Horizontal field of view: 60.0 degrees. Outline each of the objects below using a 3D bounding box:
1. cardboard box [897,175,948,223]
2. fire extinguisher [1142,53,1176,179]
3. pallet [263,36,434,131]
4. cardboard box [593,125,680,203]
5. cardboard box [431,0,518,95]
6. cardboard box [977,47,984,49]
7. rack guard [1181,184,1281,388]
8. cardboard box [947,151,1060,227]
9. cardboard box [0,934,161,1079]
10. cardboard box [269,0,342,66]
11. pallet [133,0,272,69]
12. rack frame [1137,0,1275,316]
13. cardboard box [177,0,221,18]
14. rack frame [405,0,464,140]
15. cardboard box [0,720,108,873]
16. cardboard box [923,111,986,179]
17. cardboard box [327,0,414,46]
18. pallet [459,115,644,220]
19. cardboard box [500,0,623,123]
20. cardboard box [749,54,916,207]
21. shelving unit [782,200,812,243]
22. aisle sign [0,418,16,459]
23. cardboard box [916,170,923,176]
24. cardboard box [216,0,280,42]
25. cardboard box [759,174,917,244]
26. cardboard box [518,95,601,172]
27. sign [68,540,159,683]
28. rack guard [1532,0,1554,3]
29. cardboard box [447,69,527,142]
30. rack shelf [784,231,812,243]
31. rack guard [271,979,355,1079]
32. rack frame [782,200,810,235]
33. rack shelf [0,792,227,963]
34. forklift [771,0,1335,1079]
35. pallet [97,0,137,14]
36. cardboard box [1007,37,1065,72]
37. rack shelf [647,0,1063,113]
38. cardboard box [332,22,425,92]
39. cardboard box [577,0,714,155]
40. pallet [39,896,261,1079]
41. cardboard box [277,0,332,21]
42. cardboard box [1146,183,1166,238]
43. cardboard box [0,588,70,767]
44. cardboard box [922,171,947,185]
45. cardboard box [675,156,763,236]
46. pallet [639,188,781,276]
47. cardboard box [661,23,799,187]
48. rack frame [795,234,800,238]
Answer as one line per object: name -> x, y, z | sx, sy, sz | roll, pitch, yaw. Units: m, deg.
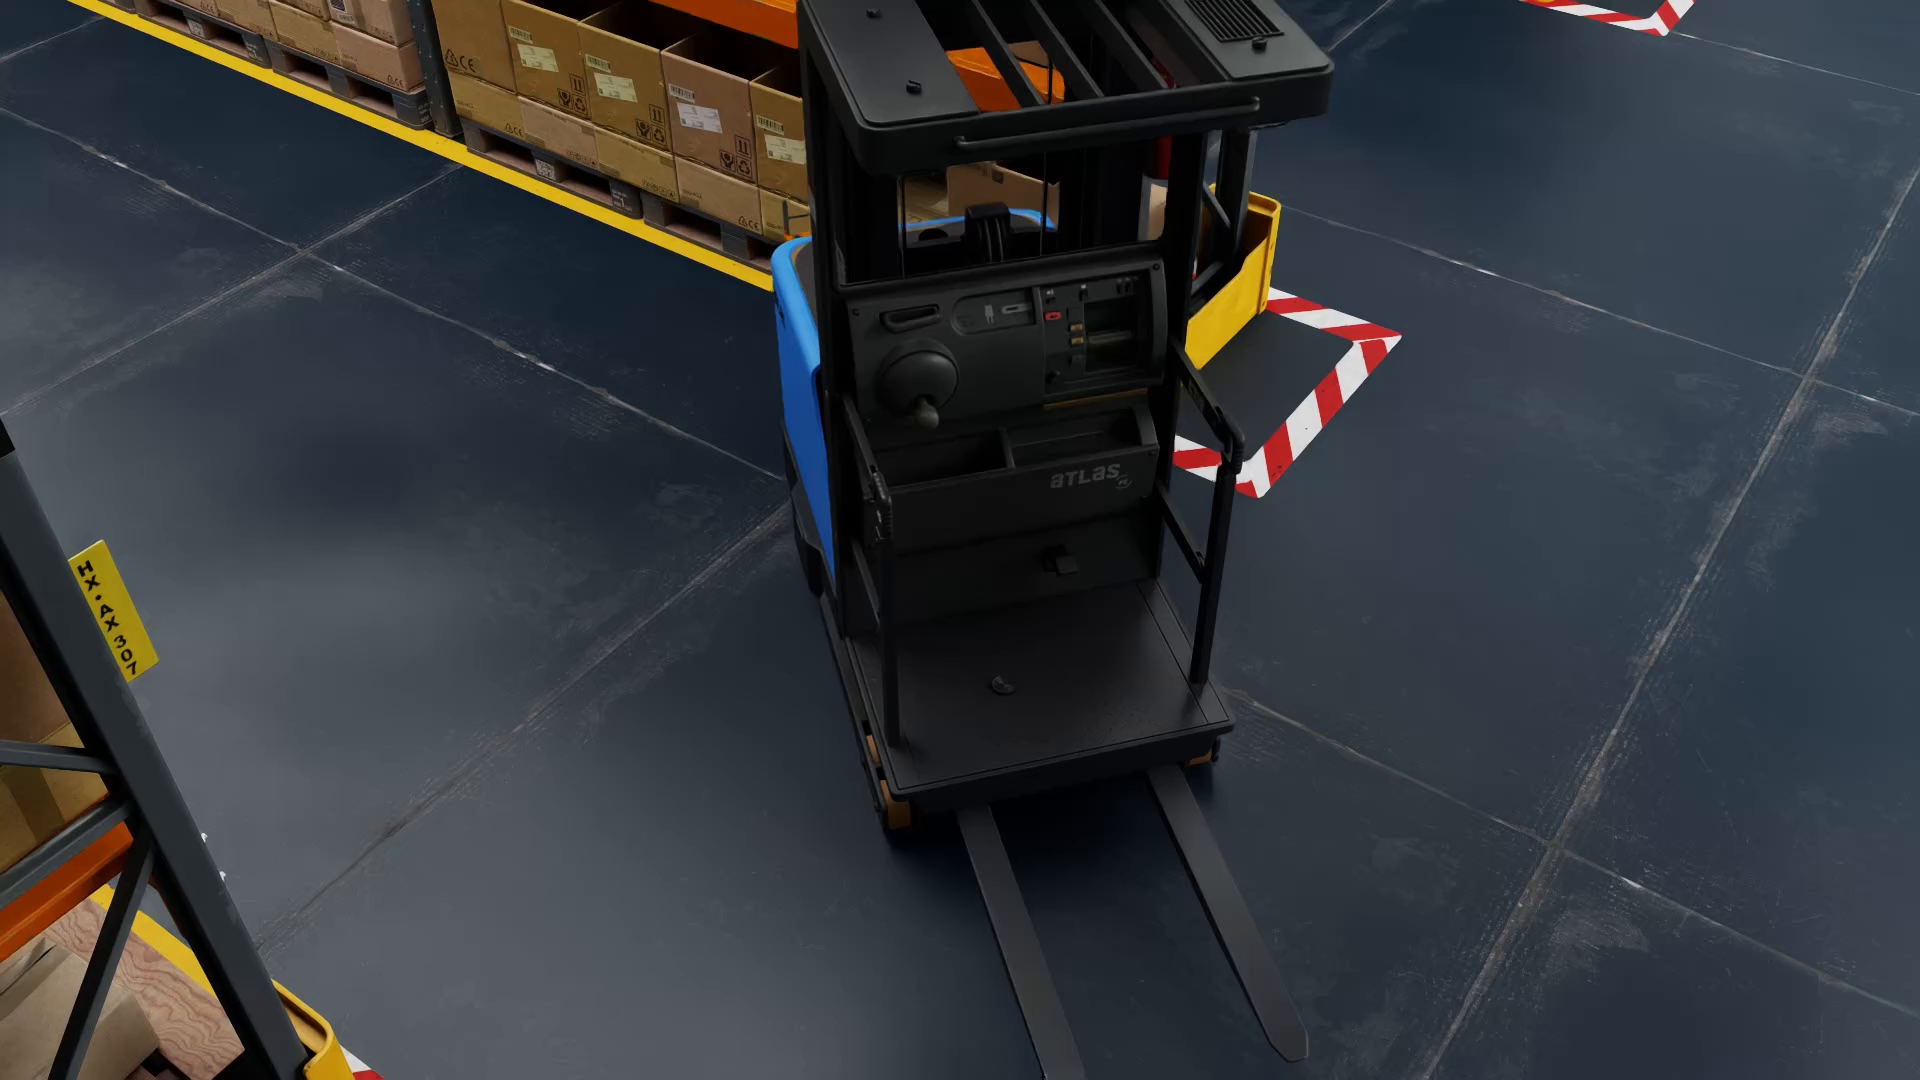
cardboard box -> -0.126, -1.300, 7.201 | 0.500, 0.250, 0.500 | 25, 48, 25
fire extinguisher -> 0.729, -1.612, 5.860 | 0.183, 0.674, 0.296 | 25, 48, 25
pallet -> -3.001, -2.693, 9.101 | 1.213, 0.211, 1.003 | 25, 48, 25
cardboard box -> -1.357, -1.871, 7.839 | 0.500, 0.250, 0.500 | 25, 48, 25
cardboard box -> -2.176, -2.534, 8.017 | 0.500, 0.500, 0.500 | 25, 48, 25
cardboard box -> 0.092, -2.361, 6.564 | 0.500, 0.500, 0.700 | 26, 48, 26
rack guard -> 0.919, -0.999, 6.991 | 0.348, 0.500, 1.175 | 25, 48, 25
cardboard box -> 0.289, -1.394, 6.743 | 0.500, 0.500, 0.500 | 25, 48, 25
cardboard box -> -2.457, 1.290, 4.245 | 0.500, 0.311, 0.500 | 20, 46, 21
cardboard box -> -3.295, -2.798, 8.875 | 0.500, 0.250, 0.500 | 24, 47, 25
pallet -> -4.004, -3.159, 9.623 | 1.213, 0.211, 1.003 | 25, 48, 25
rack frame -> 0.899, -1.940, 6.168 | 0.127, 3.000, 1.000 | 25, 48, 25
cardboard box -> -4.130, -3.189, 9.312 | 0.500, 0.250, 0.500 | 26, 48, 26
rack frame -> -2.376, -3.471, 7.880 | 0.127, 3.000, 1.000 | 25, 48, 25
cardboard box -> -2.159, 0.455, 3.590 | 0.500, 0.250, 0.500 | 24, 47, 24
cardboard box -> 0.177, -1.868, 7.273 | 0.500, 0.500, 0.500 | 25, 48, 25
cardboard box -> -2.872, -2.810, 8.468 | 0.500, 0.311, 0.500 | 25, 48, 25
pallet -> -1.749, -2.105, 8.444 | 1.213, 0.211, 1.003 | 25, 48, 25
cardboard box -> -1.762, -2.347, 7.808 | 0.500, 0.500, 0.500 | 25, 48, 25
cardboard box -> -0.538, -1.769, 7.162 | 0.500, 0.500, 0.500 | 25, 48, 25
shelving unit -> -0.519, -0.781, 6.336 | 0.215, 1.050, 0.252 | -10, 43, -11
aisle sign -> -1.711, -0.339, 2.430 | 0.004, 0.787, 0.394 | 25, 48, 25
cardboard box -> -0.233, -1.779, 7.736 | 0.500, 0.250, 0.500 | 25, 48, 25
cardboard box -> -3.714, -2.994, 9.093 | 0.500, 0.250, 0.500 | 26, 48, 26
cardboard box -> -0.536, -1.491, 7.414 | 0.500, 0.250, 0.500 | 25, 48, 25
cardboard box -> -1.764, -2.066, 8.056 | 0.500, 0.250, 0.500 | 25, 48, 25
sign -> -1.631, 0.147, 3.187 | 0.005, 0.325, 0.100 | 25, 48, 25
rack guard -> 3.657, -3.714, 10.026 | 0.348, 0.500, 1.175 | 25, 48, 25
cardboard box -> -2.170, -2.260, 8.273 | 0.500, 0.250, 0.500 | 25, 48, 25
rack shelf -> -0.519, -0.985, 6.154 | 0.215, 0.259, 0.240 | -10, 43, -11
rack guard -> -2.004, 1.669, 4.010 | 0.348, 0.500, 1.175 | 25, 48, 25
rack frame -> -0.551, -0.860, 6.424 | 0.200, 1.050, 0.008 | -10, 43, -11
rack shelf -> -3.580, 0.269, 4.240 | 4.000, 0.370, 1.077 | 25, 48, 25
forklift -> 0.202, -0.477, 4.585 | 1.130, 2.935, 3.031 | -10, 43, -11
pallet -> -4.999, -3.627, 10.145 | 1.213, 0.211, 1.003 | 25, 48, 25
cardboard box -> 0.524, -2.163, 6.342 | 0.500, 0.500, 0.700 | 25, 48, 25
rack shelf -> -0.738, -2.437, 7.264 | 4.000, 0.370, 1.077 | 25, 48, 25
cardboard box -> -2.882, -2.603, 8.657 | 0.500, 0.250, 0.500 | 25, 47, 25
cardboard box -> -1.357, -2.151, 7.589 | 0.500, 0.500, 0.500 | 25, 48, 25
pallet -> -2.649, 1.446, 4.476 | 1.213, 0.211, 1.003 | 25, 48, 25
cardboard box -> -3.302, -3.006, 8.687 | 0.500, 0.311, 0.500 | 26, 48, 26
cardboard box -> 0.588, -1.398, 7.310 | 0.500, 0.250, 0.500 | 25, 48, 25
cardboard box -> -2.160, 0.188, 3.325 | 0.500, 0.500, 0.500 | 25, 48, 25
cardboard box -> 0.176, -1.588, 7.522 | 0.500, 0.250, 0.500 | 25, 48, 25
cardboard box -> -0.945, -1.683, 7.629 | 0.500, 0.250, 0.500 | 25, 48, 25
pallet -> -0.746, -1.638, 7.922 | 1.213, 0.211, 1.003 | 25, 48, 25
cardboard box -> -0.947, -1.961, 7.377 | 0.500, 0.500, 0.500 | 25, 48, 25
rack frame -> -0.487, -0.703, 6.248 | 0.200, 1.050, 0.008 | -10, 43, -11
